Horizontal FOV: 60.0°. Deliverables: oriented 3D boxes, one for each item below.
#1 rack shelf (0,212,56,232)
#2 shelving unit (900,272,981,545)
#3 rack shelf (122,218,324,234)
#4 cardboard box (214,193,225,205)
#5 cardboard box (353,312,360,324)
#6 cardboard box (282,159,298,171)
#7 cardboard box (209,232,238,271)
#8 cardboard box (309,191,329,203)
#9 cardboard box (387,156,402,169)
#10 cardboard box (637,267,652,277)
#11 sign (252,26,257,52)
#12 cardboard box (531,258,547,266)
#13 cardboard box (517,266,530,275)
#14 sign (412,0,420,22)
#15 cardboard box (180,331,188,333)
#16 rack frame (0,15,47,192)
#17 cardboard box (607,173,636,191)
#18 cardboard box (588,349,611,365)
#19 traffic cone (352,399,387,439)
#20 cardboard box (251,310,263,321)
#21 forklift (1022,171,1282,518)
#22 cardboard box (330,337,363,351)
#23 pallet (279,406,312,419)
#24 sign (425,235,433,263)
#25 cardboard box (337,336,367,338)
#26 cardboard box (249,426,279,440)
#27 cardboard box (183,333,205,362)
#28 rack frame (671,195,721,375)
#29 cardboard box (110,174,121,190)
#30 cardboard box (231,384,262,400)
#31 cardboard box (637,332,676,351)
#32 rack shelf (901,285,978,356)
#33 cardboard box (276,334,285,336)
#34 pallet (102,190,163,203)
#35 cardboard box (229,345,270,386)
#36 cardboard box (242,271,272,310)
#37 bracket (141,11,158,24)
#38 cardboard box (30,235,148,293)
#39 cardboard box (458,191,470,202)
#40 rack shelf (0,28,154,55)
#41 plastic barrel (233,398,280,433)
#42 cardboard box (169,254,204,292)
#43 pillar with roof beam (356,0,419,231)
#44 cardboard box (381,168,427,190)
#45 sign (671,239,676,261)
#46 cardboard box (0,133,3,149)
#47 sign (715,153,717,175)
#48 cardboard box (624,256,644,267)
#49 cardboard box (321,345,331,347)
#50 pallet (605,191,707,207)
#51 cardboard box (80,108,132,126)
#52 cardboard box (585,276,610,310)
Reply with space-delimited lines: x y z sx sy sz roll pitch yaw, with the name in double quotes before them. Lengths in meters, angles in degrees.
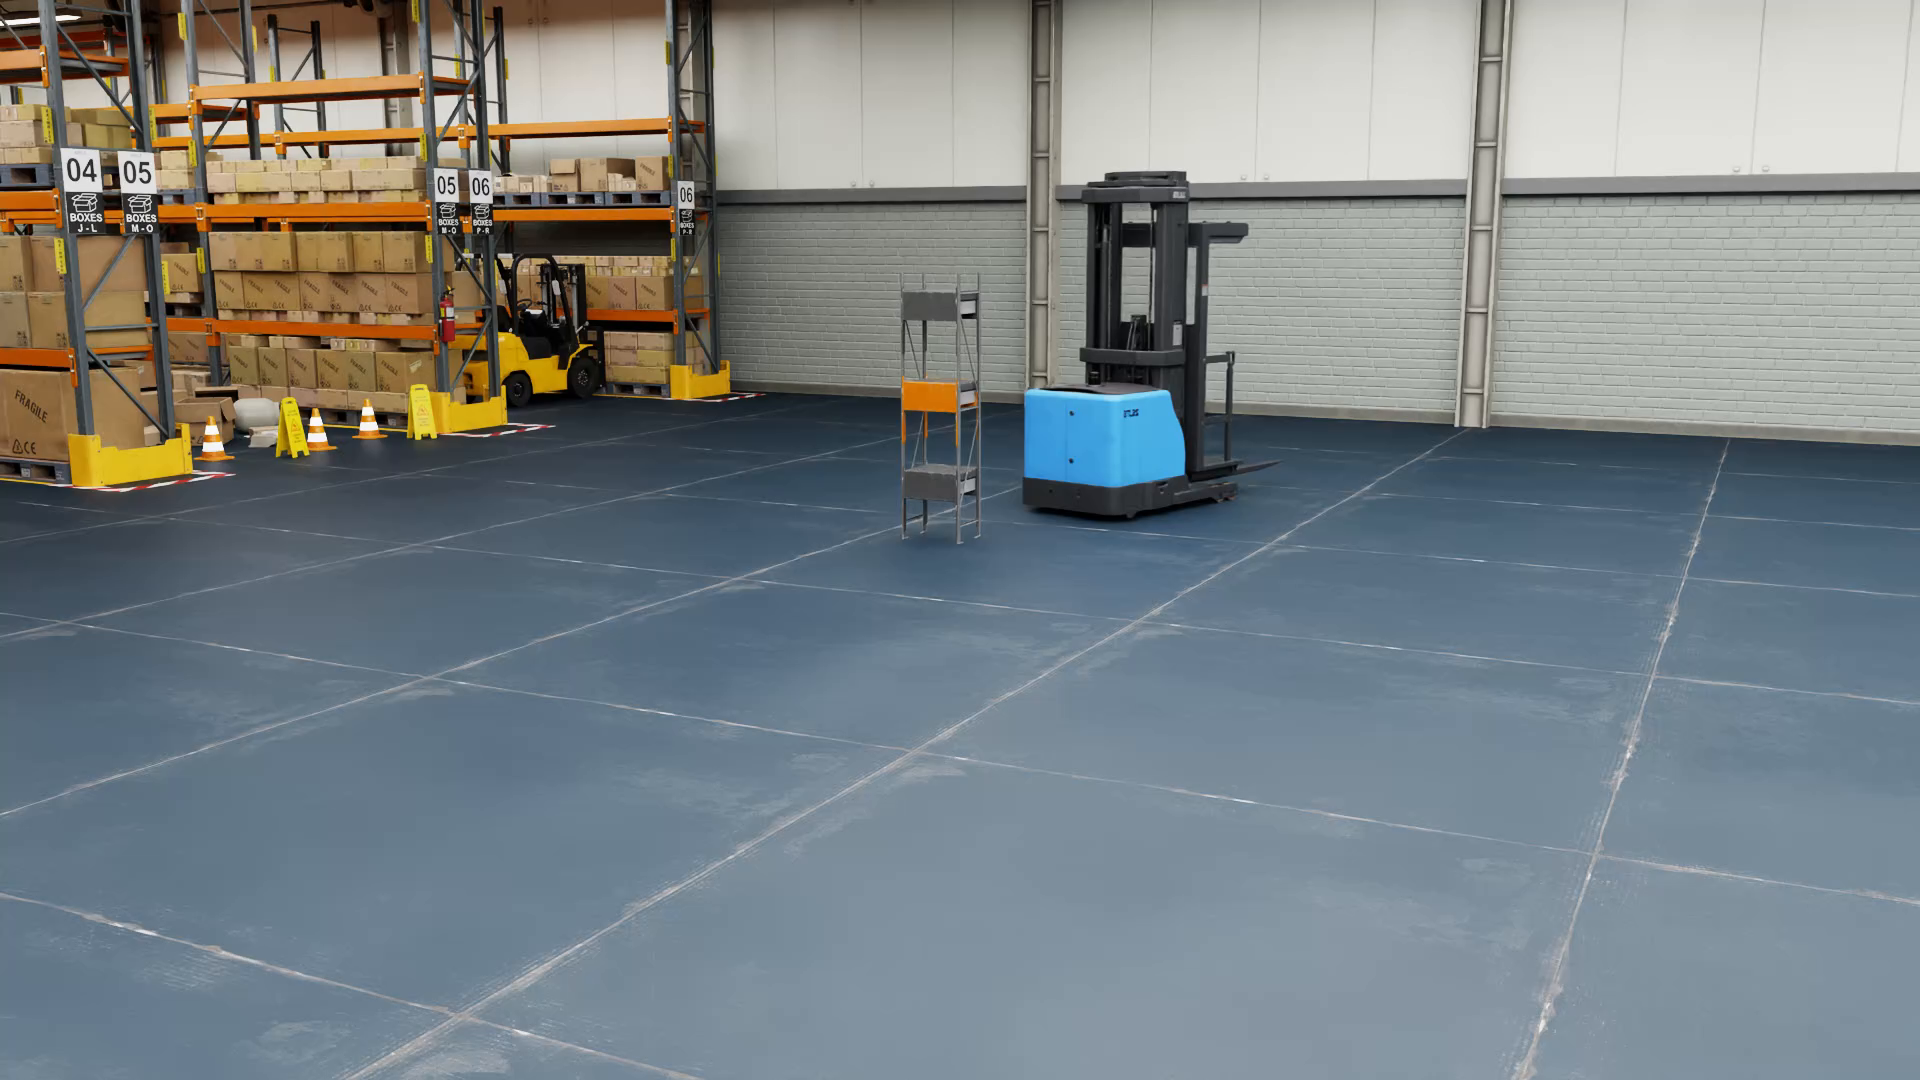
"rack shelf" -15.139 -4.798 24.917 4.000 0.370 1.077 5 11 26
"shelving unit" -0.148 -1.046 13.115 0.503 2.100 0.431 5 11 26
"rack shelf" -12.946 -5.591 29.299 4.000 0.370 1.077 5 11 26
"cardboard box" -9.585 -4.492 21.907 0.250 0.149 0.380 5 11 25
"cardboard box" -7.510 -2.844 21.227 0.250 0.149 0.380 5 11 27
"cardboard box" -8.428 -4.777 21.248 0.250 0.149 0.380 5 11 25
"cardboard box" -9.460 -3.822 22.001 0.500 0.500 0.700 5 11 25
"cardboard box" -8.012 -4.338 21.060 0.250 0.149 0.380 5 11 25
"cardboard box" -6.819 -4.639 20.484 0.250 0.149 0.380 5 12 27
"cardboard box" -4.655 -4.048 25.070 0.250 0.149 0.380 5 12 27
"sign" -9.502 -6.739 22.354 0.005 0.325 0.100 5 11 26
"cardboard box" -6.474 -4.361 25.967 0.250 0.149 0.380 5 11 25
"cardboard box" -6.729 -4.230 26.079 0.250 0.149 0.380 5 12 27
"sign" -6.435 -6.291 19.654 0.005 0.325 0.100 5 11 26
"cardboard box" -13.766 -3.805 29.848 0.250 0.149 0.380 5 11 25
"rack frame" -13.345 -6.471 23.715 0.127 3.000 1.000 5 11 26
"cardboard box" -5.083 -5.384 25.050 0.258 0.266 0.396 5 11 26
"cardboard box" -5.470 -2.848 25.681 0.500 0.250 0.500 5 11 25
"traffic cone" -7.128 -1.468 20.041 0.334 0.463 0.336 5 11 26
"cardboard box" -9.117 -2.976 21.957 0.250 0.149 0.380 5 11 26
"forklift" 1.898 -1.832 15.123 1.130 2.935 3.031 9 14 41
"cardboard box" -7.824 -2.511 21.297 0.250 0.149 0.380 6 12 28
"pallet" -9.140 -1.784 22.495 1.213 0.211 1.003 5 11 26
"sign" -6.435 -3.527 20.154 0.005 0.325 0.100 5 11 26
"cardboard box" -10.010 -3.248 28.244 0.625 0.625 0.875 5 12 28
"cardboard box" -8.240 -1.266 19.808 0.380 0.149 0.250 -7 12 -33
"cardboard box" -13.478 -3.449 29.705 0.500 0.500 0.500 5 11 24
"rack frame" -3.978 -3.681 25.148 0.127 3.000 1.000 5 11 26
"cardboard box" -11.255 -4.916 22.791 0.500 0.250 0.500 5 11 27
"cardboard box" -9.349 -1.968 22.220 0.500 0.250 0.500 4 11 23
"cardboard box" -4.529 -3.013 25.192 0.500 0.250 0.500 5 12 28
"rack shelf" -0.148 -1.722 12.993 0.480 0.518 0.431 5 11 26
"cardboard box" -11.708 -3.606 28.750 0.250 0.149 0.380 4 11 23
"pallet" -11.196 -4.734 23.069 1.003 0.211 1.213 5 11 26
"cardboard box" -9.349 -2.337 22.154 0.500 0.500 0.500 6 12 29
"cardboard box" -9.027 -3.284 21.837 0.500 0.500 0.500 5 11 26
"bracket" -14.750 -9.460 30.123 0.430 0.232 0.235 5 11 26
"cardboard box" -8.586 -2.730 16.441 0.550 0.550 0.875 5 11 26
"cardboard box" -6.325 -4.319 20.953 0.250 0.149 0.380 5 11 26
"rack shelf" -16.533 -9.018 30.478 4.000 0.370 1.077 5 11 26
"plastic barrel" -8.693 -1.542 20.559 0.512 0.421 0.421 -4 11 -23
"cardboard box" -10.274 -3.605 22.434 0.500 0.500 0.500 5 11 25
"pillar with roof beam" -11.489 -6.617 24.526 0.548 9.000 9.100 5 11 26
"cardboard box" -6.749 -4.434 20.471 0.500 0.250 0.500 5 11 25
"sign" -4.231 -4.282 24.551 0.005 0.325 0.100 5 11 26
"cardboard box" -9.282 -3.928 16.213 0.500 0.250 0.500 5 11 26
"sign" -3.727 -5.715 25.283 0.005 0.325 0.100 5 11 26
"cardboard box" -4.874 -4.221 25.195 0.250 0.149 0.380 5 12 27
"cardboard box" -8.194 -2.343 22.187 0.500 0.500 0.500 6 12 29
"pallet" -4.601 -5.174 25.220 1.213 0.211 1.003 5 11 26
"cardboard box" -8.429 -4.168 16.418 0.250 0.149 0.380 5 11 26
"cardboard box" -5.457 -3.810 25.579 0.500 0.500 0.500 5 11 25
